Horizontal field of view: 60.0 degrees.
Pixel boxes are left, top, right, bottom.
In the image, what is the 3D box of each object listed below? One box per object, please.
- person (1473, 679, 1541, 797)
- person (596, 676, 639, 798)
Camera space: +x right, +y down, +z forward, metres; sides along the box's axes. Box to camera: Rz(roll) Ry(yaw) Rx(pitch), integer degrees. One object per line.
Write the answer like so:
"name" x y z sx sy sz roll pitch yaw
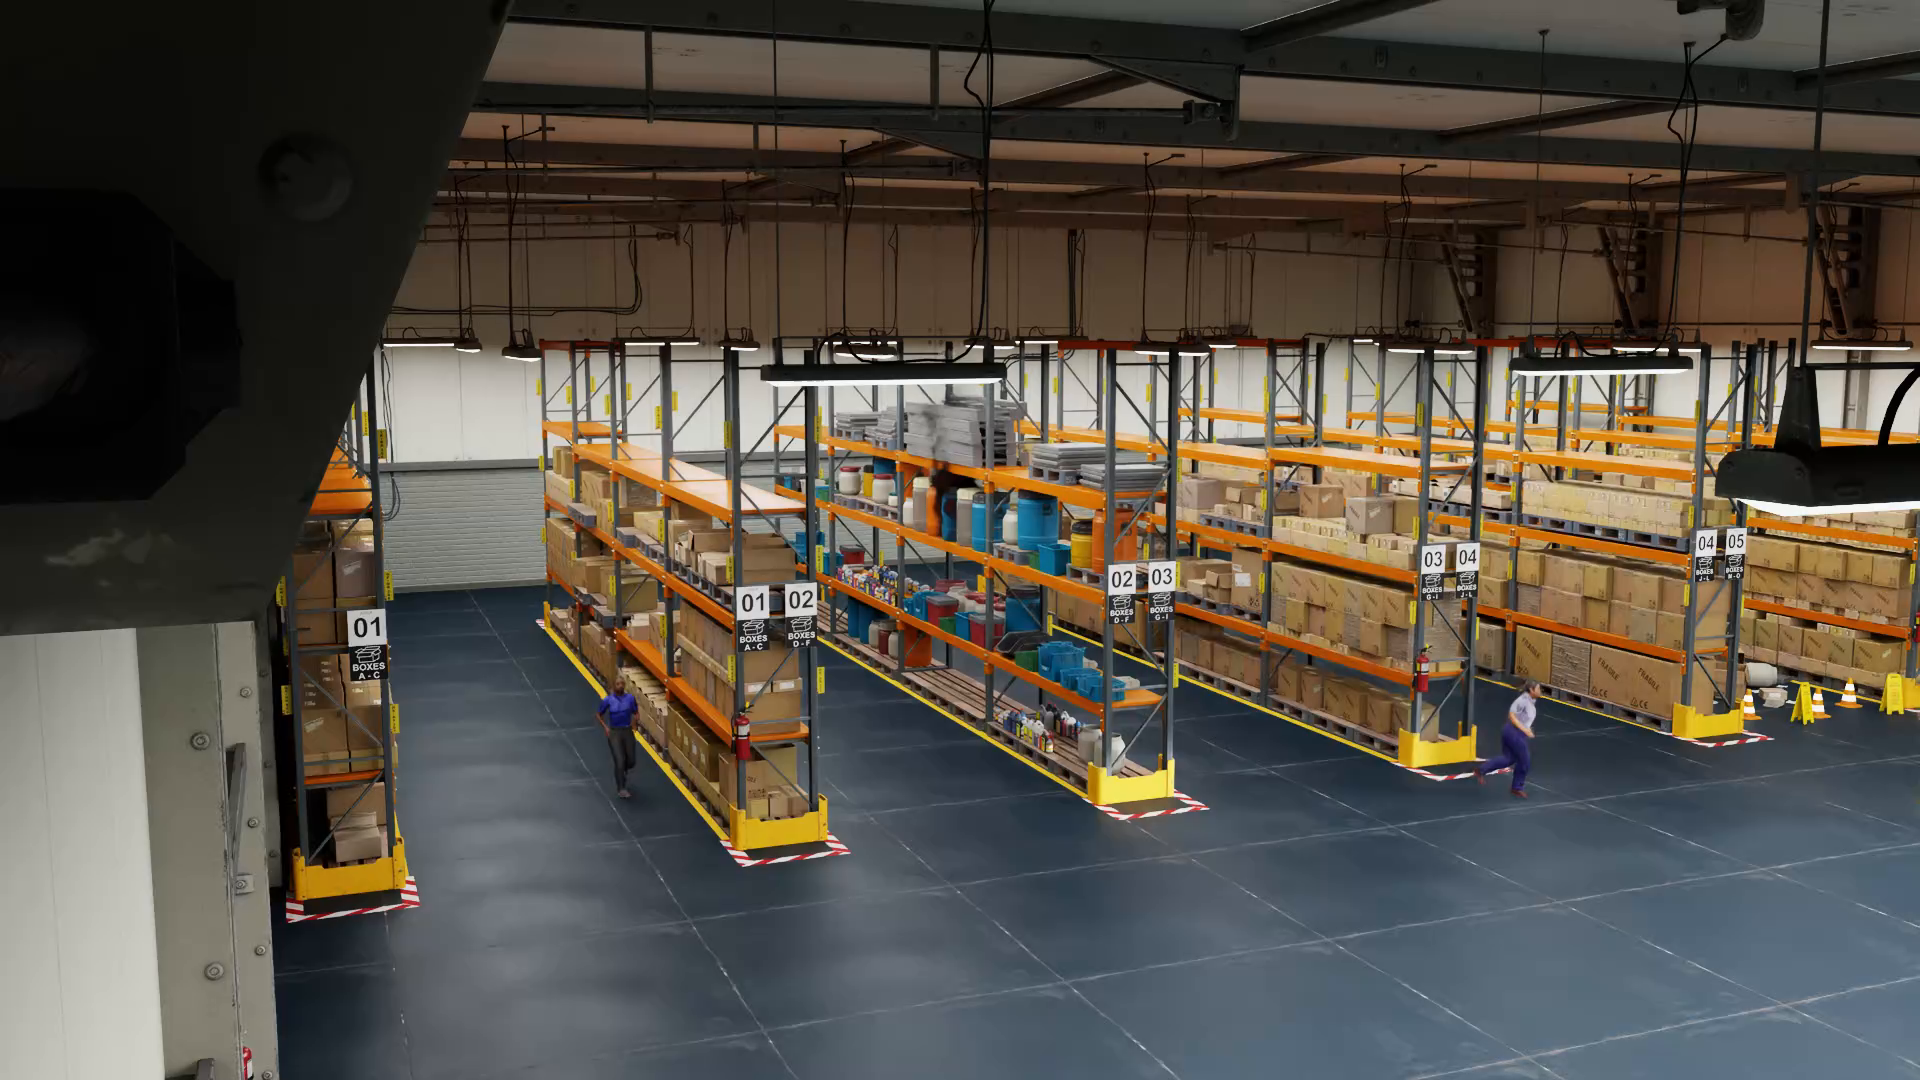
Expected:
"person" 7.392 2.659 22.492 0.834 1.624 0.618 4 8 26
"person" -4.602 2.623 22.439 0.580 1.607 0.701 -3 8 -25
